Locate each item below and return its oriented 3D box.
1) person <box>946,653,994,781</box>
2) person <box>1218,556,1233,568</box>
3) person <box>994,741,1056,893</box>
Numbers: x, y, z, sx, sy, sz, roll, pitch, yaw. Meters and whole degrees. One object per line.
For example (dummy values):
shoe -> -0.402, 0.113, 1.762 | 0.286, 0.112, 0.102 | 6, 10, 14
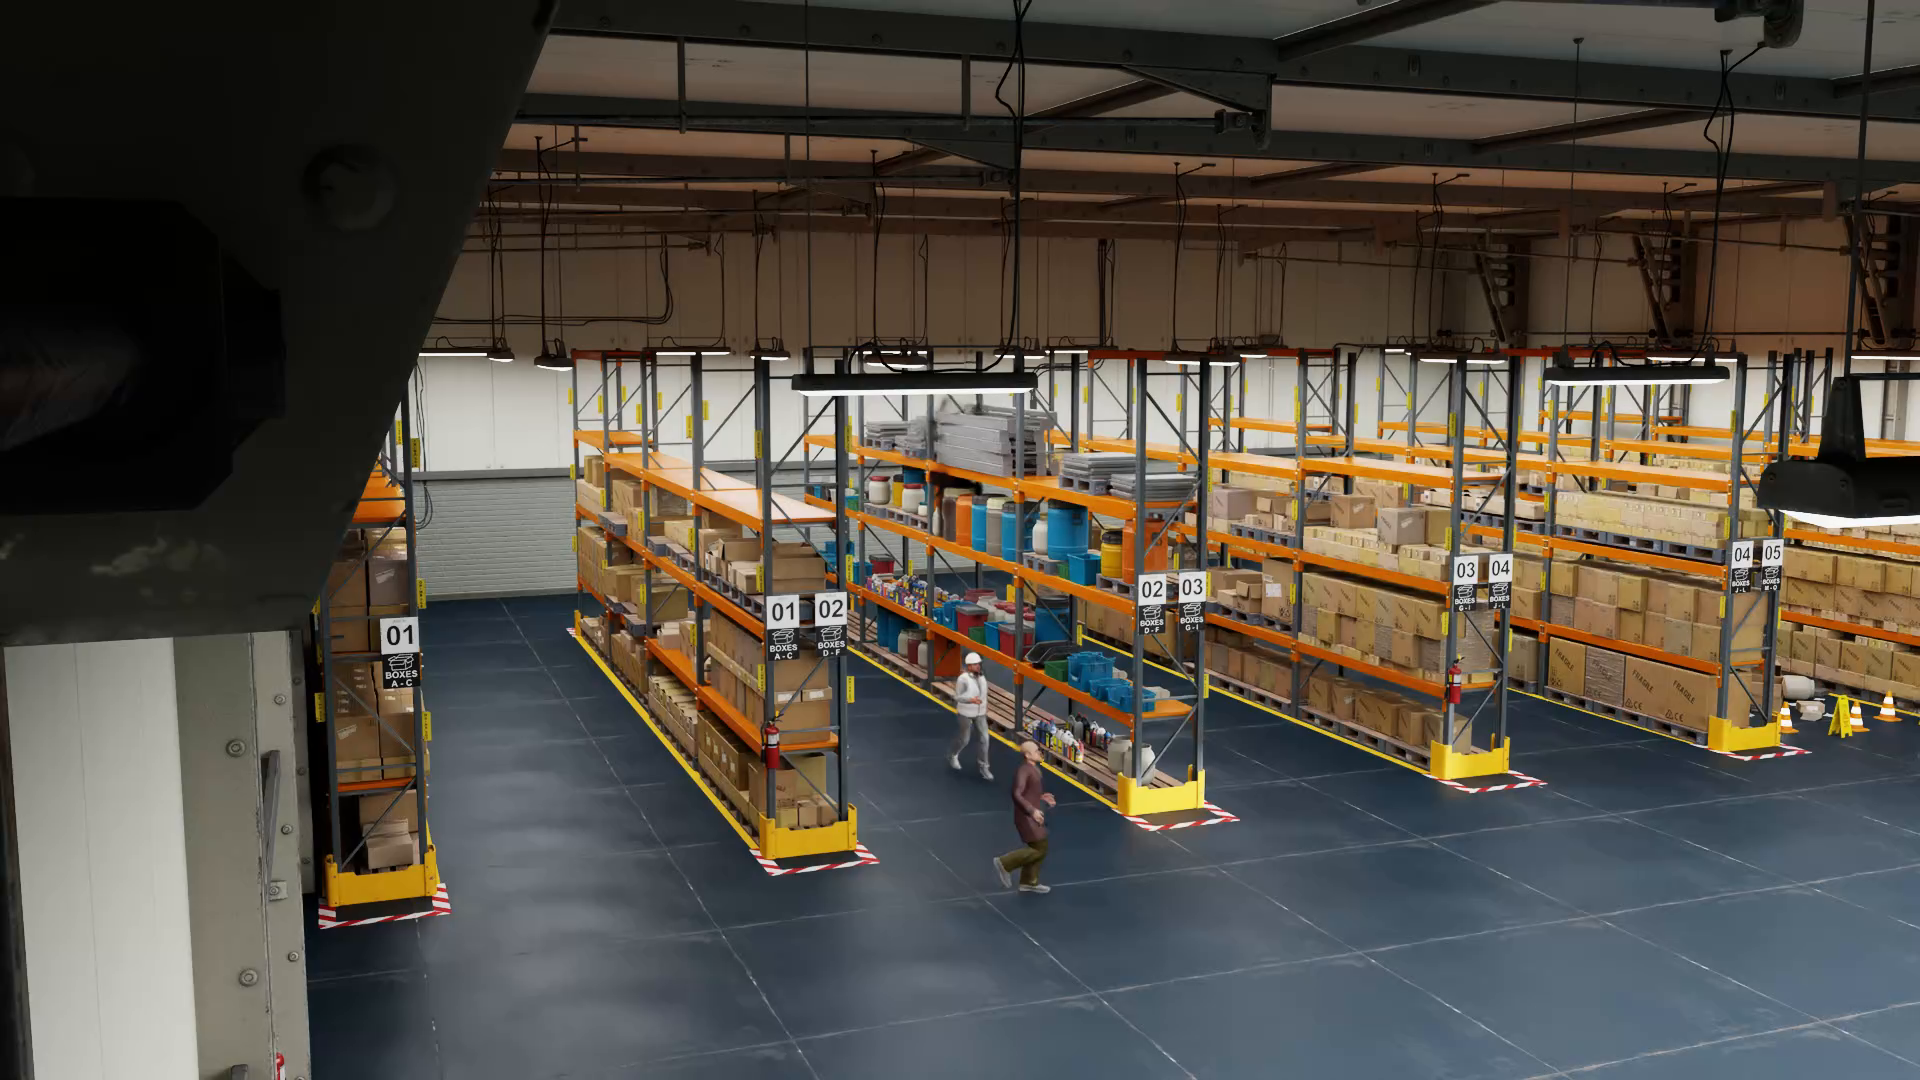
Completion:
person -> 0.143, 2.494, 23.842 | 0.622, 1.803, 0.900 | -5, 9, -35
person -> 6.709, 0.237, 42.285 | 0.967, 1.668, 0.539 | -6, 9, -39
person -> 0.738, 3.136, 18.876 | 0.691, 1.751, 0.706 | 1, 7, 5
